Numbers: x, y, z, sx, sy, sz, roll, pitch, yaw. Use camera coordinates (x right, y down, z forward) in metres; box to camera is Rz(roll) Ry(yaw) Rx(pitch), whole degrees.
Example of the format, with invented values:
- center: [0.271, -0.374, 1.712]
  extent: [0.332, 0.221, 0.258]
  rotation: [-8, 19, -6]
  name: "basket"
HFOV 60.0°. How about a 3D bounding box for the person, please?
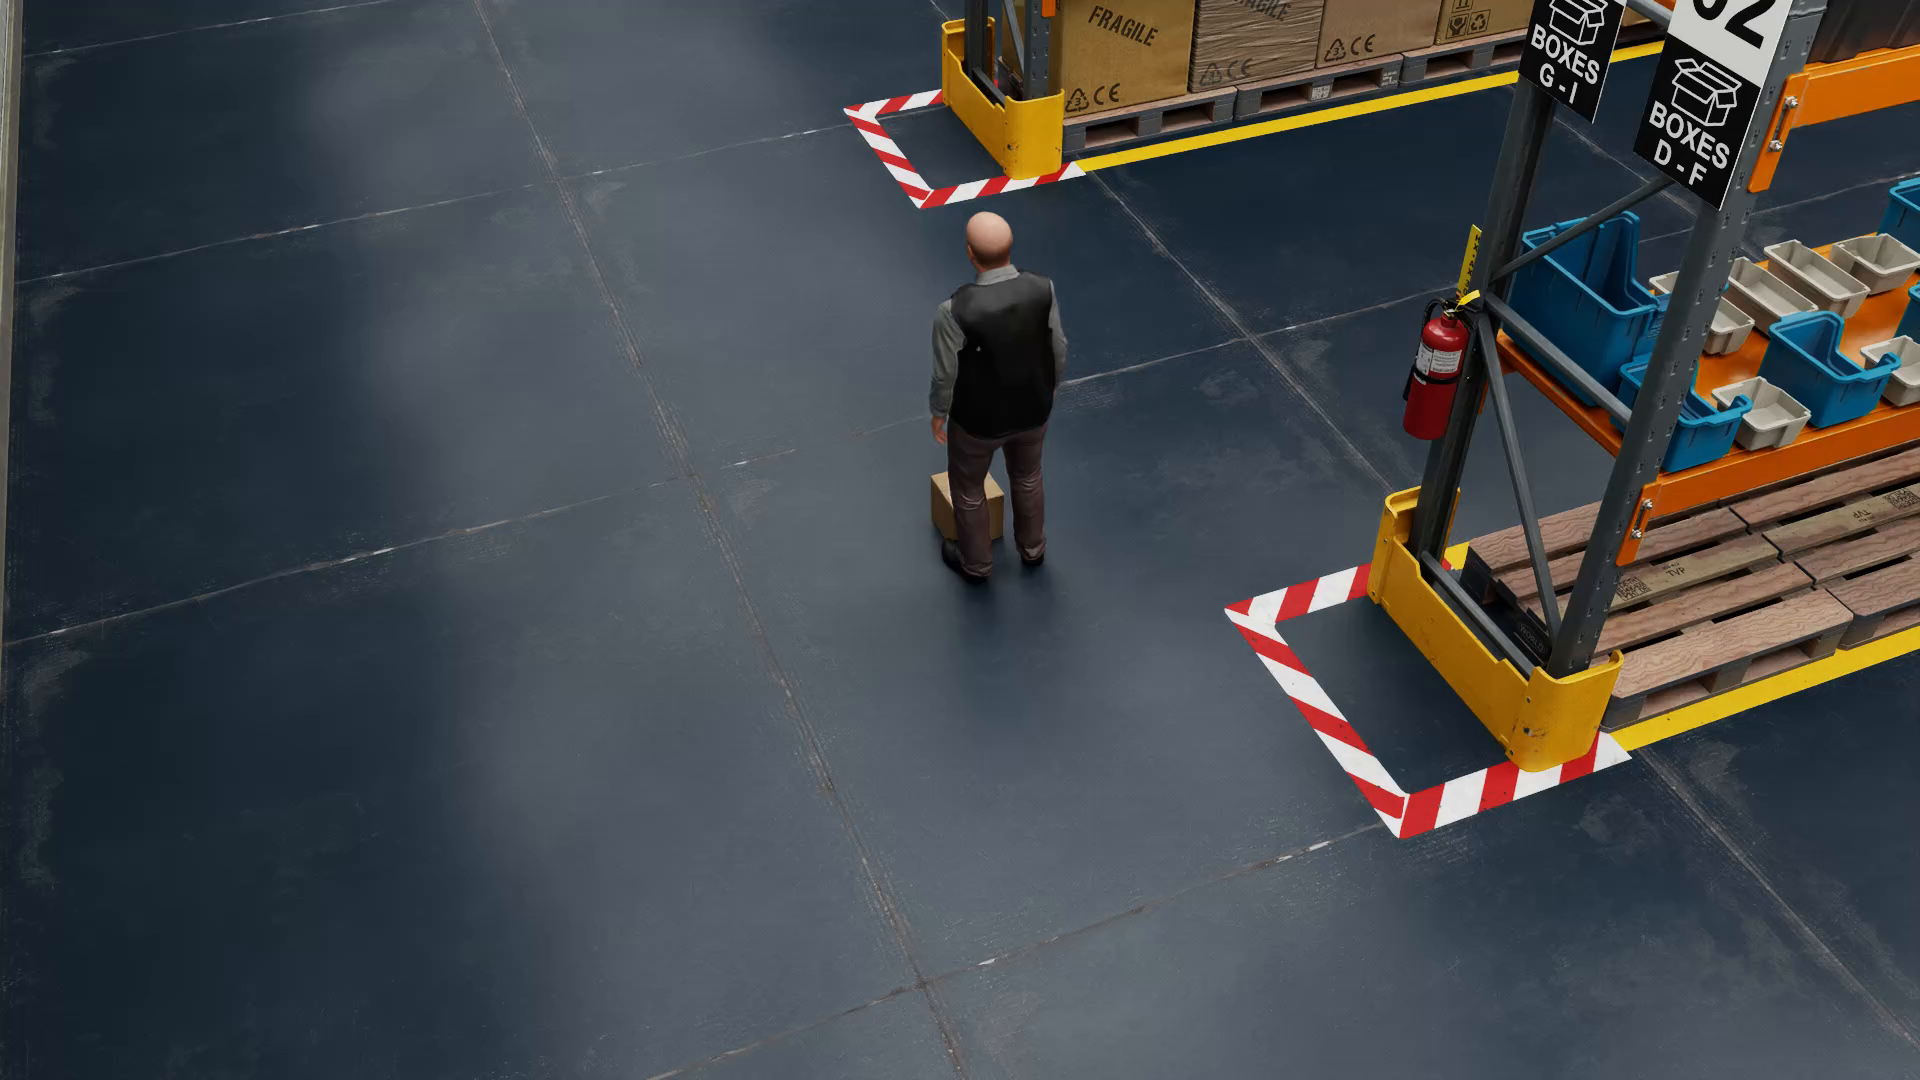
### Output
- center: [0.154, -0.532, 6.780]
  extent: [0.579, 1.720, 0.420]
  rotation: [-15, 44, -17]
  name: "person"
